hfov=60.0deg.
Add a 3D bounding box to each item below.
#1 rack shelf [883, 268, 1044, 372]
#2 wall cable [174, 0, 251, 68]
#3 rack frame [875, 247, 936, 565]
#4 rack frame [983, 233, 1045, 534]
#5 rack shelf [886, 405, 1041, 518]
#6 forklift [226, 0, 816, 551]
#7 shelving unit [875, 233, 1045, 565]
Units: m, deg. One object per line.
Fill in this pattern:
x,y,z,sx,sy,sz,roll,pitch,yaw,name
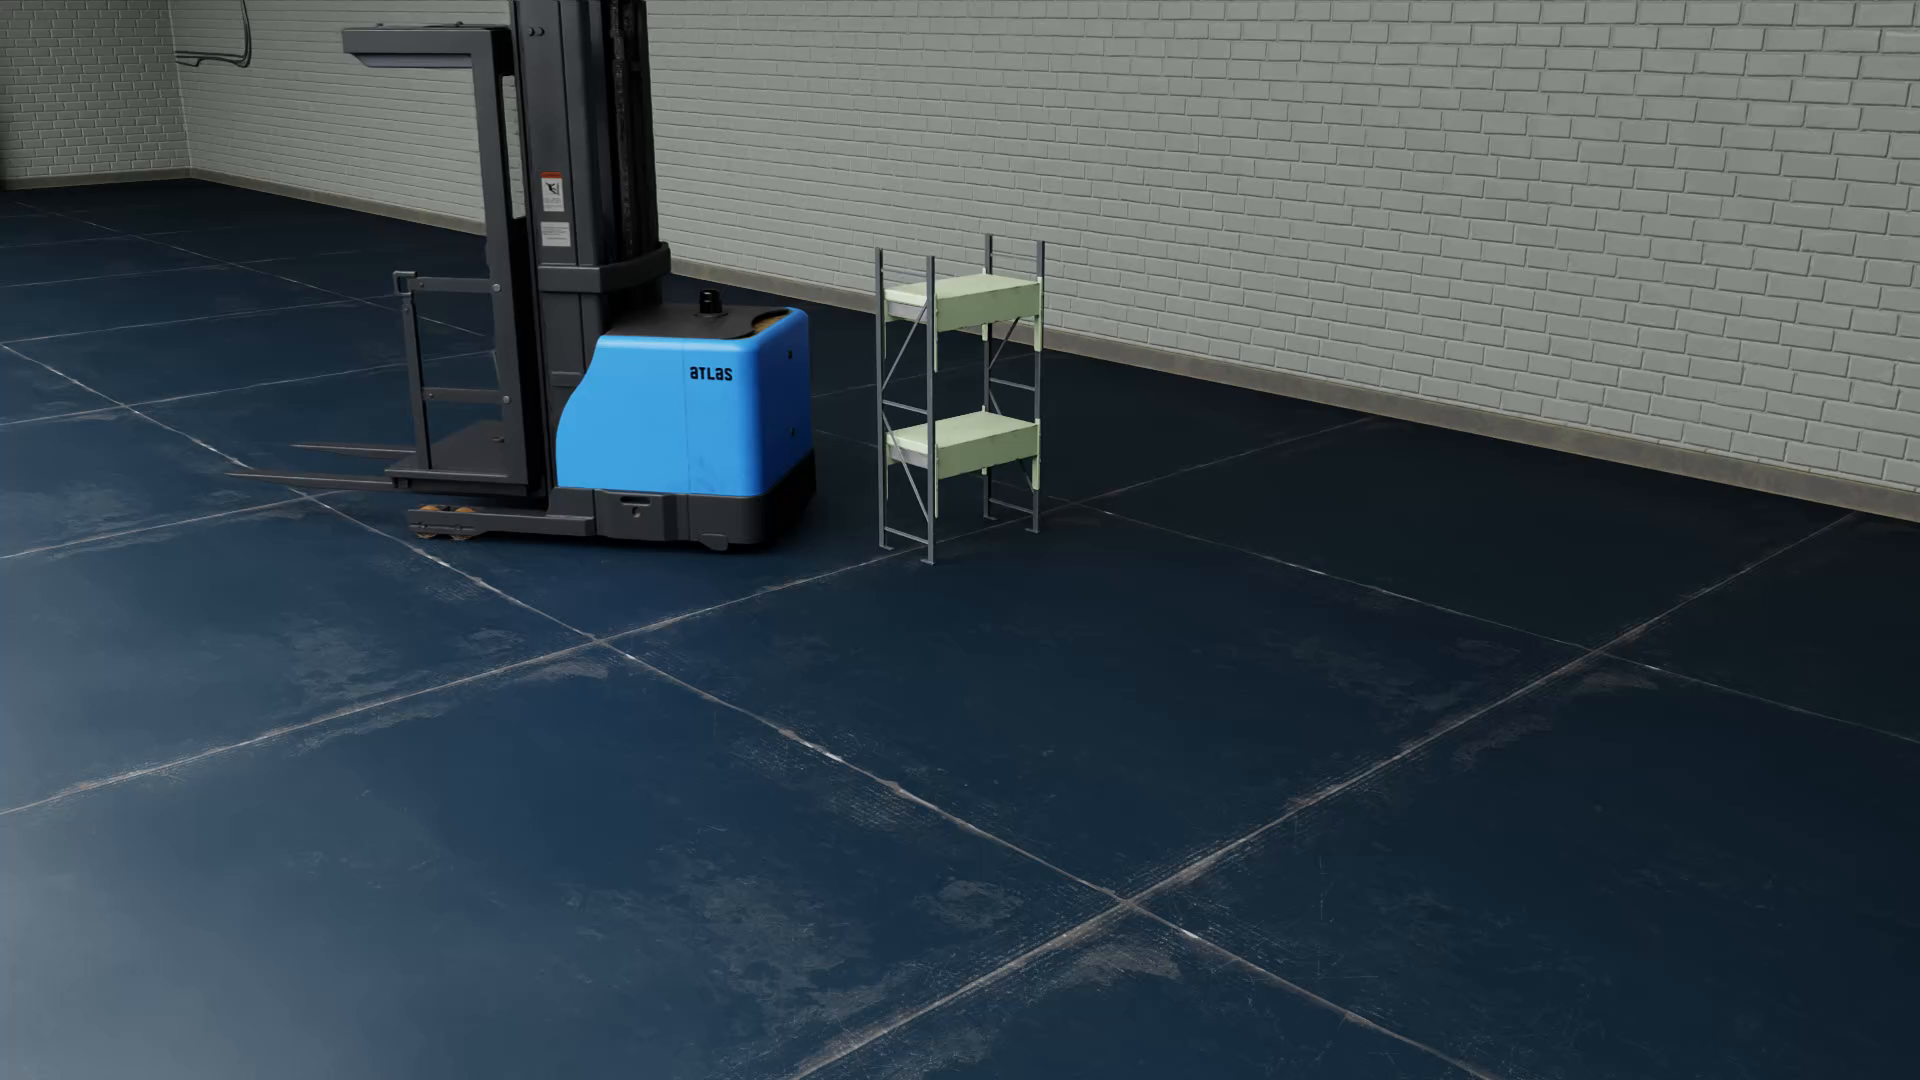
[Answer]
0.005,-1.086,8.137,0.720,0.370,0.431,-16,24,-41,rack shelf
-10.971,-8.110,23.943,0.112,2.526,3.097,-16,24,-41,wall cable
-0.261,-0.637,8.019,0.023,1.500,0.400,-16,24,-41,rack frame
0.271,-0.792,8.497,0.023,1.500,0.400,-16,24,-41,rack frame
0.005,-0.405,8.358,0.720,0.370,0.431,-16,24,-41,rack shelf
-2.355,-1.546,8.500,3.031,2.935,1.130,3,18,10,forklift
0.005,-0.715,8.258,0.755,1.500,0.431,-16,24,-41,shelving unit
